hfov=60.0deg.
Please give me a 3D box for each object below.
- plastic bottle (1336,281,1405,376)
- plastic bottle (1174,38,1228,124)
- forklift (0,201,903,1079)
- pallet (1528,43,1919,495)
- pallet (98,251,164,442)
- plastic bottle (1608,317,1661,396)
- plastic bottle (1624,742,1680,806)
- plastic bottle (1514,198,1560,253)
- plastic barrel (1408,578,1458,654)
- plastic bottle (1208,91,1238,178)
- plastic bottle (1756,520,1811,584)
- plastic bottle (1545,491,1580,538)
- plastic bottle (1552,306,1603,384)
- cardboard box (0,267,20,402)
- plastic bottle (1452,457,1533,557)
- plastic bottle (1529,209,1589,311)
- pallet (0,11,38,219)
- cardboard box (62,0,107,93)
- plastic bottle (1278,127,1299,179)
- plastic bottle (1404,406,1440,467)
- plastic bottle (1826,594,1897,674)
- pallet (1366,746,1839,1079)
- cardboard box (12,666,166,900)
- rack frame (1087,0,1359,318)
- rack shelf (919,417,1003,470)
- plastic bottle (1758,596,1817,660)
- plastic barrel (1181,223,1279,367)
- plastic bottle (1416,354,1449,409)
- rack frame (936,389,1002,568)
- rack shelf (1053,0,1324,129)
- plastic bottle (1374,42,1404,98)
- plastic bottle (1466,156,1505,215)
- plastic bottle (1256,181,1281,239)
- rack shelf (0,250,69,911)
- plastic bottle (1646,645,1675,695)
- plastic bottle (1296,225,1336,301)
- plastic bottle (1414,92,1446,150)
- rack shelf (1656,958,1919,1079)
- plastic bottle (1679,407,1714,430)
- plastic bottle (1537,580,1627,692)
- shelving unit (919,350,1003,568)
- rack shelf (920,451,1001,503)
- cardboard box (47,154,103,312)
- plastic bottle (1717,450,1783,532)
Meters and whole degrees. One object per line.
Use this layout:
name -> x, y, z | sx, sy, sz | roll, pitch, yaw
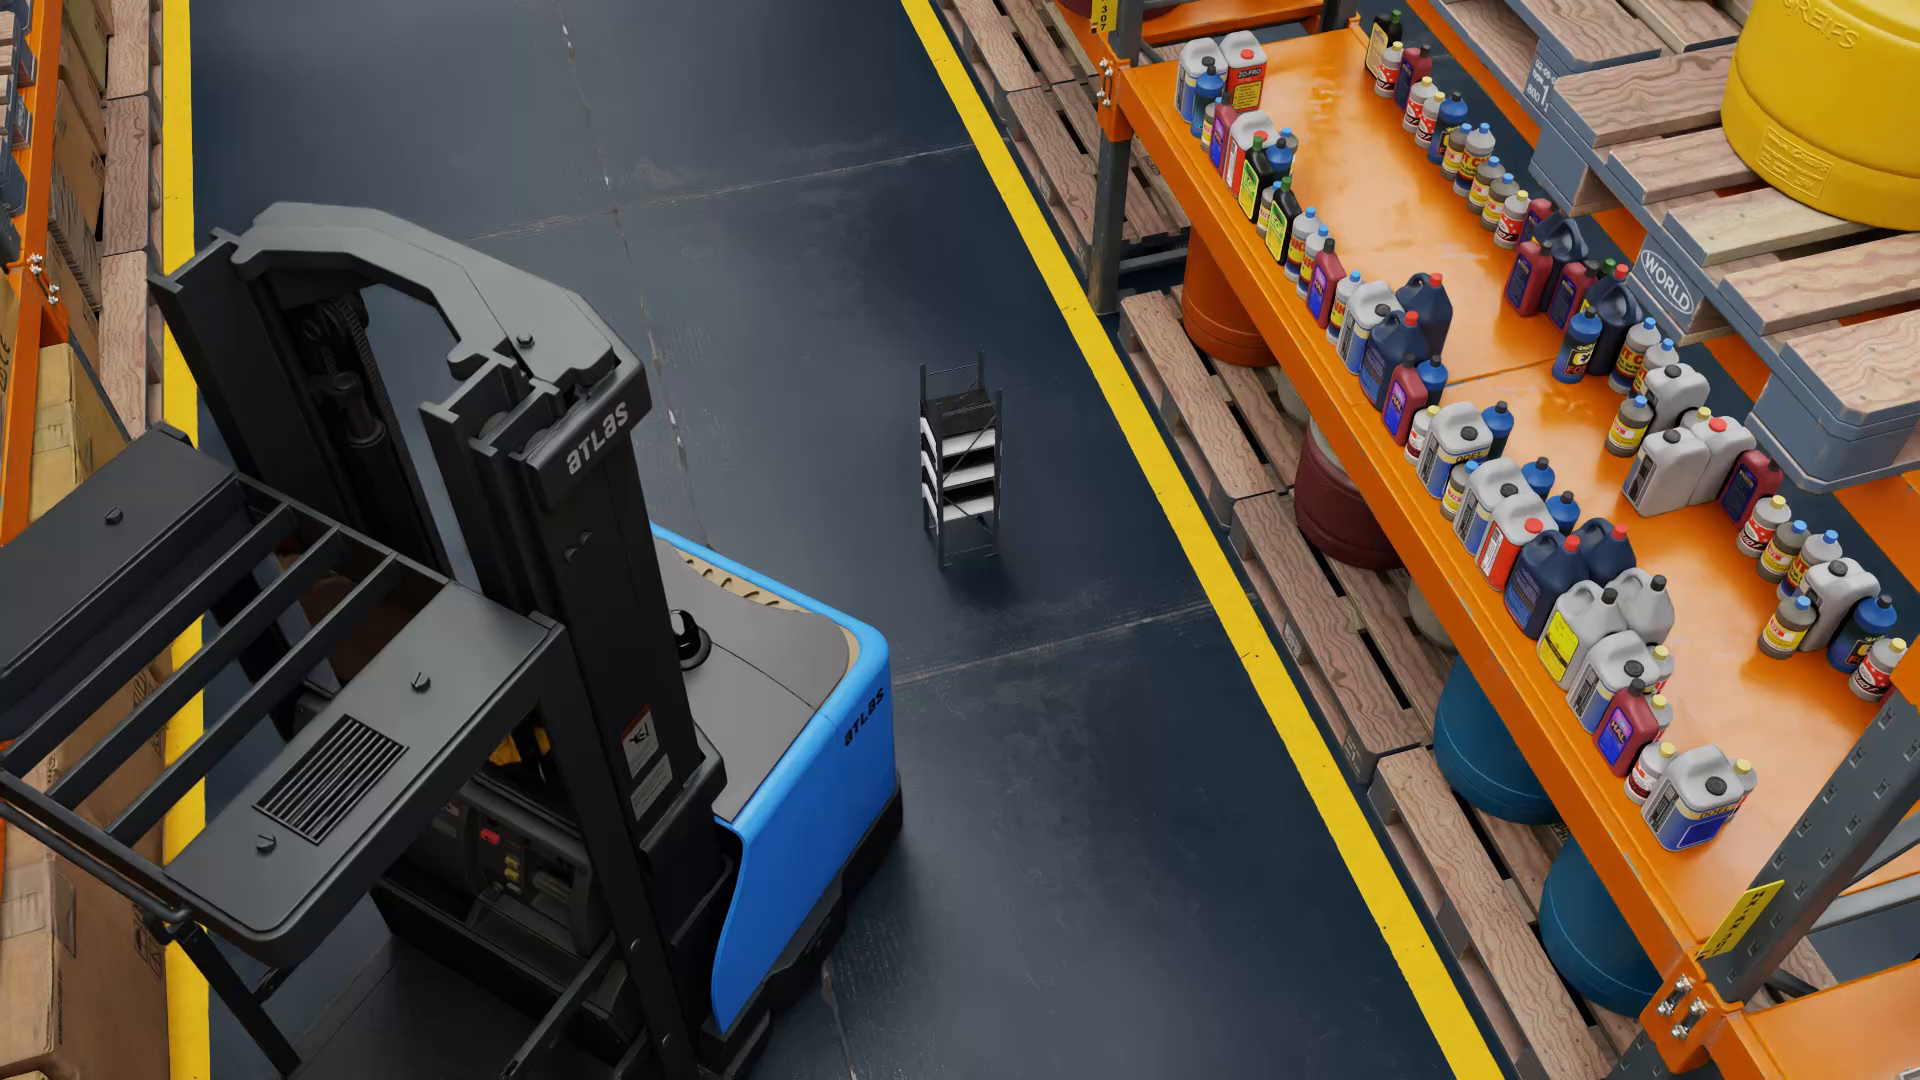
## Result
plastic bottle -> 1.295, -0.667, 5.221 | 0.152, 0.276, 0.135 | -13, 51, -11
plastic bottle -> 0.885, -1.680, 6.075 | 0.152, 0.276, 0.135 | -13, 51, -11
forklift -> -1.369, 0.819, 3.932 | 1.130, 2.935, 3.031 | 24, 54, 19
pallet -> 1.923, -0.644, 3.282 | 1.213, 0.211, 1.003 | -13, 51, -11
pallet -> -3.895, -0.661, 6.959 | 1.003, 0.211, 1.213 | -13, 51, -11
plastic bottle -> 2.096, -0.578, 5.149 | 0.097, 0.271, 0.097 | 0, 50, 0
plastic bottle -> 1.763, 0.583, 4.216 | 0.097, 0.201, 0.097 | 0, 50, 0
plastic bottle -> 1.931, -1.038, 5.529 | 0.061, 0.283, 0.133 | -13, 51, -11
plastic barrel -> 1.813, 0.128, 5.822 | 0.421, 0.512, 0.421 | 0, 50, 0
plastic bottle -> 0.938, -1.432, 5.861 | 0.061, 0.283, 0.133 | -13, 51, -11
plastic bottle -> 2.330, 0.023, 4.688 | 0.097, 0.201, 0.097 | 0, 50, 0
plastic bottle -> 1.680, -0.038, 4.694 | 0.097, 0.271, 0.097 | 0, 50, 0
plastic bottle -> 1.930, -0.616, 5.182 | 0.097, 0.271, 0.097 | 0, 50, 0
cardboard box -> -3.283, -0.717, 5.117 | 0.500, 0.500, 0.500 | -12, 51, -10
plastic bottle -> 1.526, -0.096, 4.740 | 0.152, 0.276, 0.135 | -13, 51, -11
plastic bottle -> 1.938, -0.934, 5.397 | 0.144, 0.351, 0.185 | -13, 51, -11
pallet -> -3.978, -1.424, 5.903 | 1.213, 0.211, 1.003 | -13, 51, -11
cardboard box -> -4.565, -2.441, 7.983 | 0.700, 0.500, 0.500 | -14, 51, -11
plastic bottle -> 1.135, -1.360, 5.854 | 0.097, 0.201, 0.097 | 0, 50, 0
plastic bottle -> 1.397, -0.320, 4.977 | 0.097, 0.201, 0.097 | 0, 50, 0
plastic bottle -> 2.428, 0.241, 4.459 | 0.097, 0.271, 0.097 | 0, 50, 0
pallet -> 2.060, 1.138, 5.442 | 1.003, 0.211, 1.213 | -13, 51, -11
cardboard box -> -3.225, 0.722, 5.084 | 1.225, 0.875, 0.875 | -13, 51, -11
rack frame -> 1.066, -2.109, 6.356 | 1.000, 3.000, 0.127 | -13, 51, -11
rack shelf -> 0.002, -0.379, 6.078 | 0.258, 0.077, 0.200 | -13, 51, -11
plastic bottle -> 2.254, 0.227, 4.517 | 0.097, 0.201, 0.097 | 0, 50, 0
plastic barrel -> 1.227, -1.191, 6.727 | 0.600, 0.830, 0.708 | -13, 51, -11
plastic bottle -> 1.416, -0.453, 5.044 | 0.097, 0.271, 0.097 | 0, 50, 0
rack frame -> 0.032, -0.210, 6.128 | 0.240, 0.900, 0.006 | -13, 51, -11
rack shelf -> 0.474, -3.338, 7.862 | 1.077, 0.370, 4.000 | -13, 51, -11
plastic bottle -> 1.609, -1.758, 6.189 | 0.097, 0.201, 0.097 | 0, 50, 0
plastic bottle -> 1.822, -1.234, 5.748 | 0.097, 0.201, 0.097 | 0, 50, 0
plastic bottle -> 1.069, -1.130, 5.660 | 0.097, 0.201, 0.097 | 0, 50, 0
rack shelf -> -3.074, 0.703, 4.455 | 1.077, 0.370, 4.000 | -13, 51, -11
plastic bottle -> 1.829, 0.353, 4.410 | 0.097, 0.201, 0.097 | 0, 50, 0
plastic bottle -> 1.166, -0.913, 5.431 | 0.097, 0.271, 0.097 | 0, 50, 0
plastic bottle -> 1.706, -1.518, 5.987 | 0.097, 0.201, 0.097 | 0, 50, 0
rack shelf -> 2.840, 2.505, 2.936 | 1.077, 0.370, 4.000 | -13, 51, -11
plastic bottle -> 2.194, -0.315, 4.973 | 0.097, 0.201, 0.097 | 0, 50, 0
plastic bottle -> 1.664, 0.231, 4.415 | 0.144, 0.351, 0.185 | -13, 51, -11
shelving unit -> 0.002, -0.284, 6.191 | 0.258, 0.900, 0.210 | -13, 51, -11
rack shelf -> 0.002, -0.263, 6.216 | 0.258, 0.077, 0.200 | -13, 51, -11
cardboard box -> -4.059, -1.212, 6.947 | 0.700, 0.500, 0.500 | -17, 52, -14
plastic bottle -> 2.285, -0.163, 4.791 | 0.061, 0.283, 0.133 | -13, 51, -11
